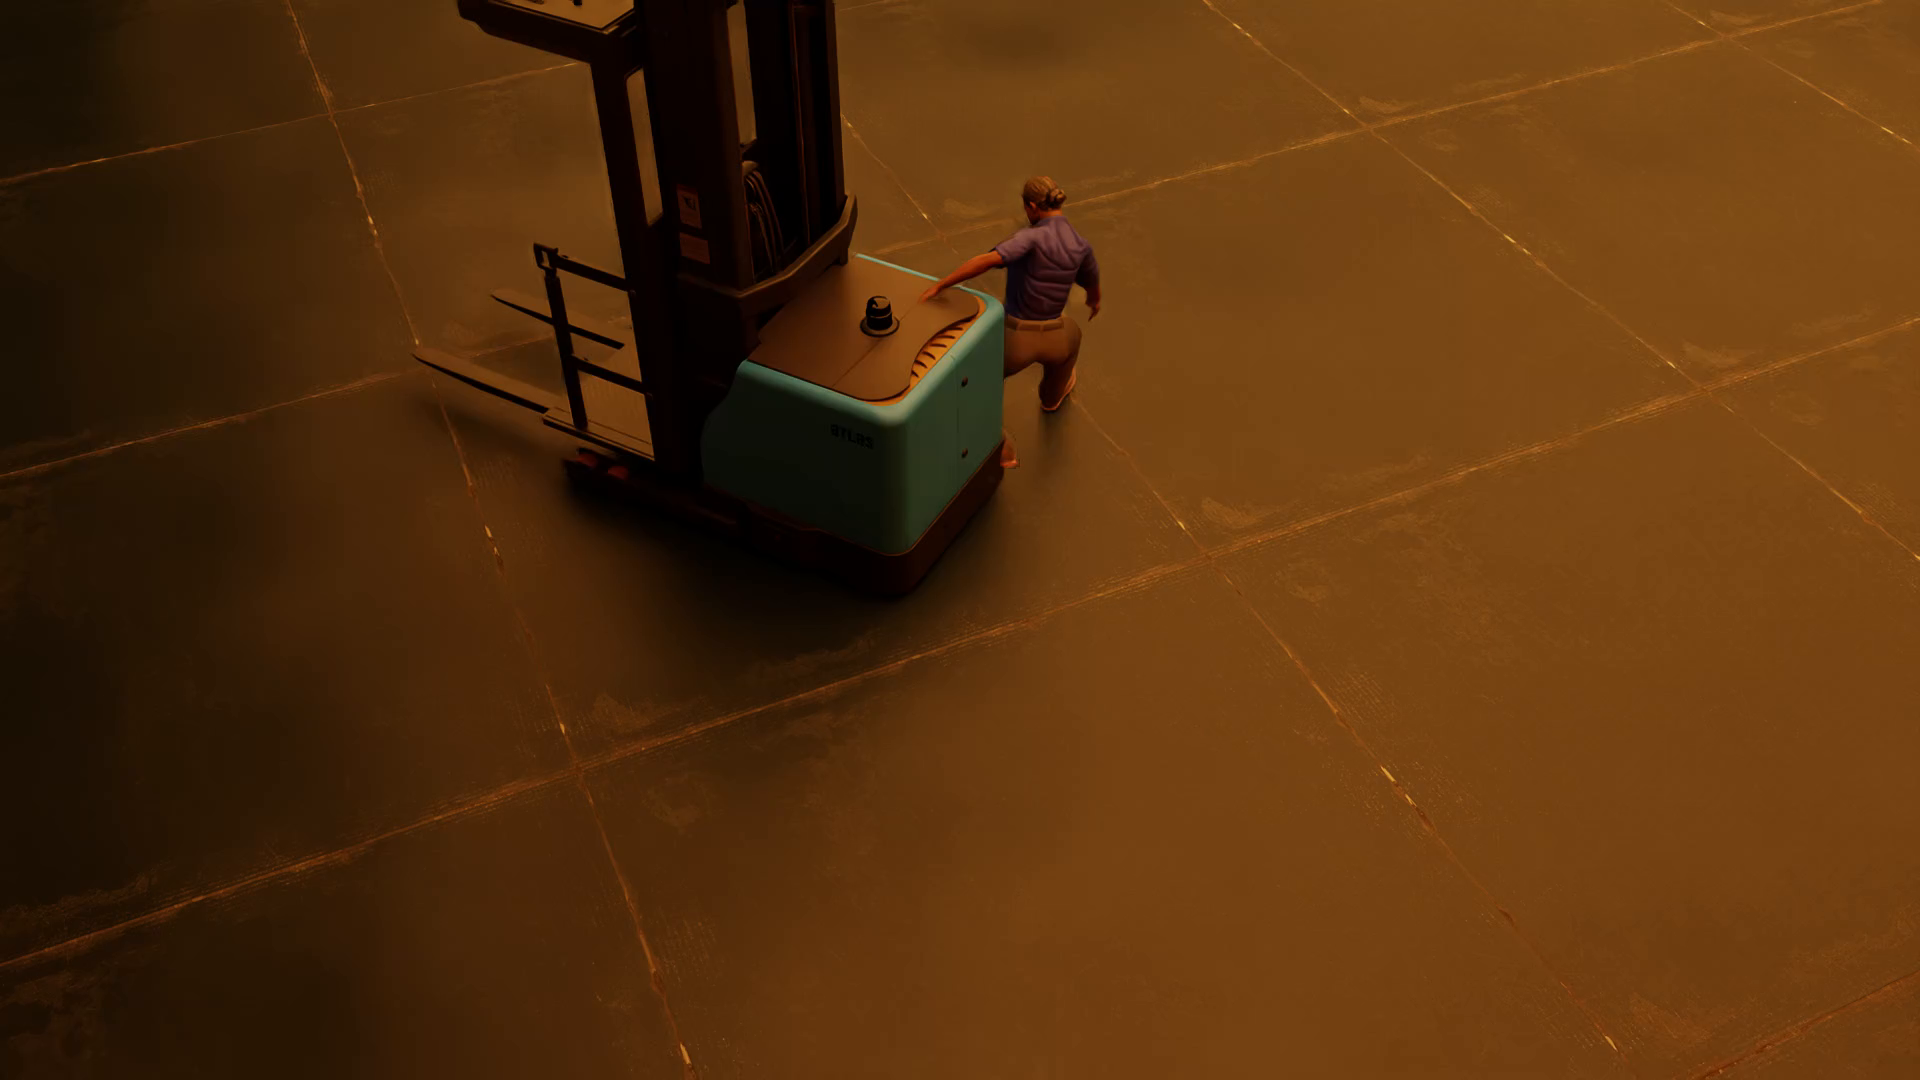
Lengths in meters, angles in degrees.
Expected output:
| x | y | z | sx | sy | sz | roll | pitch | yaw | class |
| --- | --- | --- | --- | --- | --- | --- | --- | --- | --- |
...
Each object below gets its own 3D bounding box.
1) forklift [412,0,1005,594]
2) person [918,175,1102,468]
| x | y | z | sx | sy | sz | roll | pitch | yaw | class |
| --- | --- | --- | --- | --- | --- | --- | --- | --- | --- |
| -1.325 | -1.562 | 7.354 | 3.031 | 2.935 | 1.130 | 21 | 47 | 21 | forklift |
| 0.252 | -0.988 | 7.875 | 1.097 | 1.387 | 0.751 | -15 | 45 | -15 | person |
